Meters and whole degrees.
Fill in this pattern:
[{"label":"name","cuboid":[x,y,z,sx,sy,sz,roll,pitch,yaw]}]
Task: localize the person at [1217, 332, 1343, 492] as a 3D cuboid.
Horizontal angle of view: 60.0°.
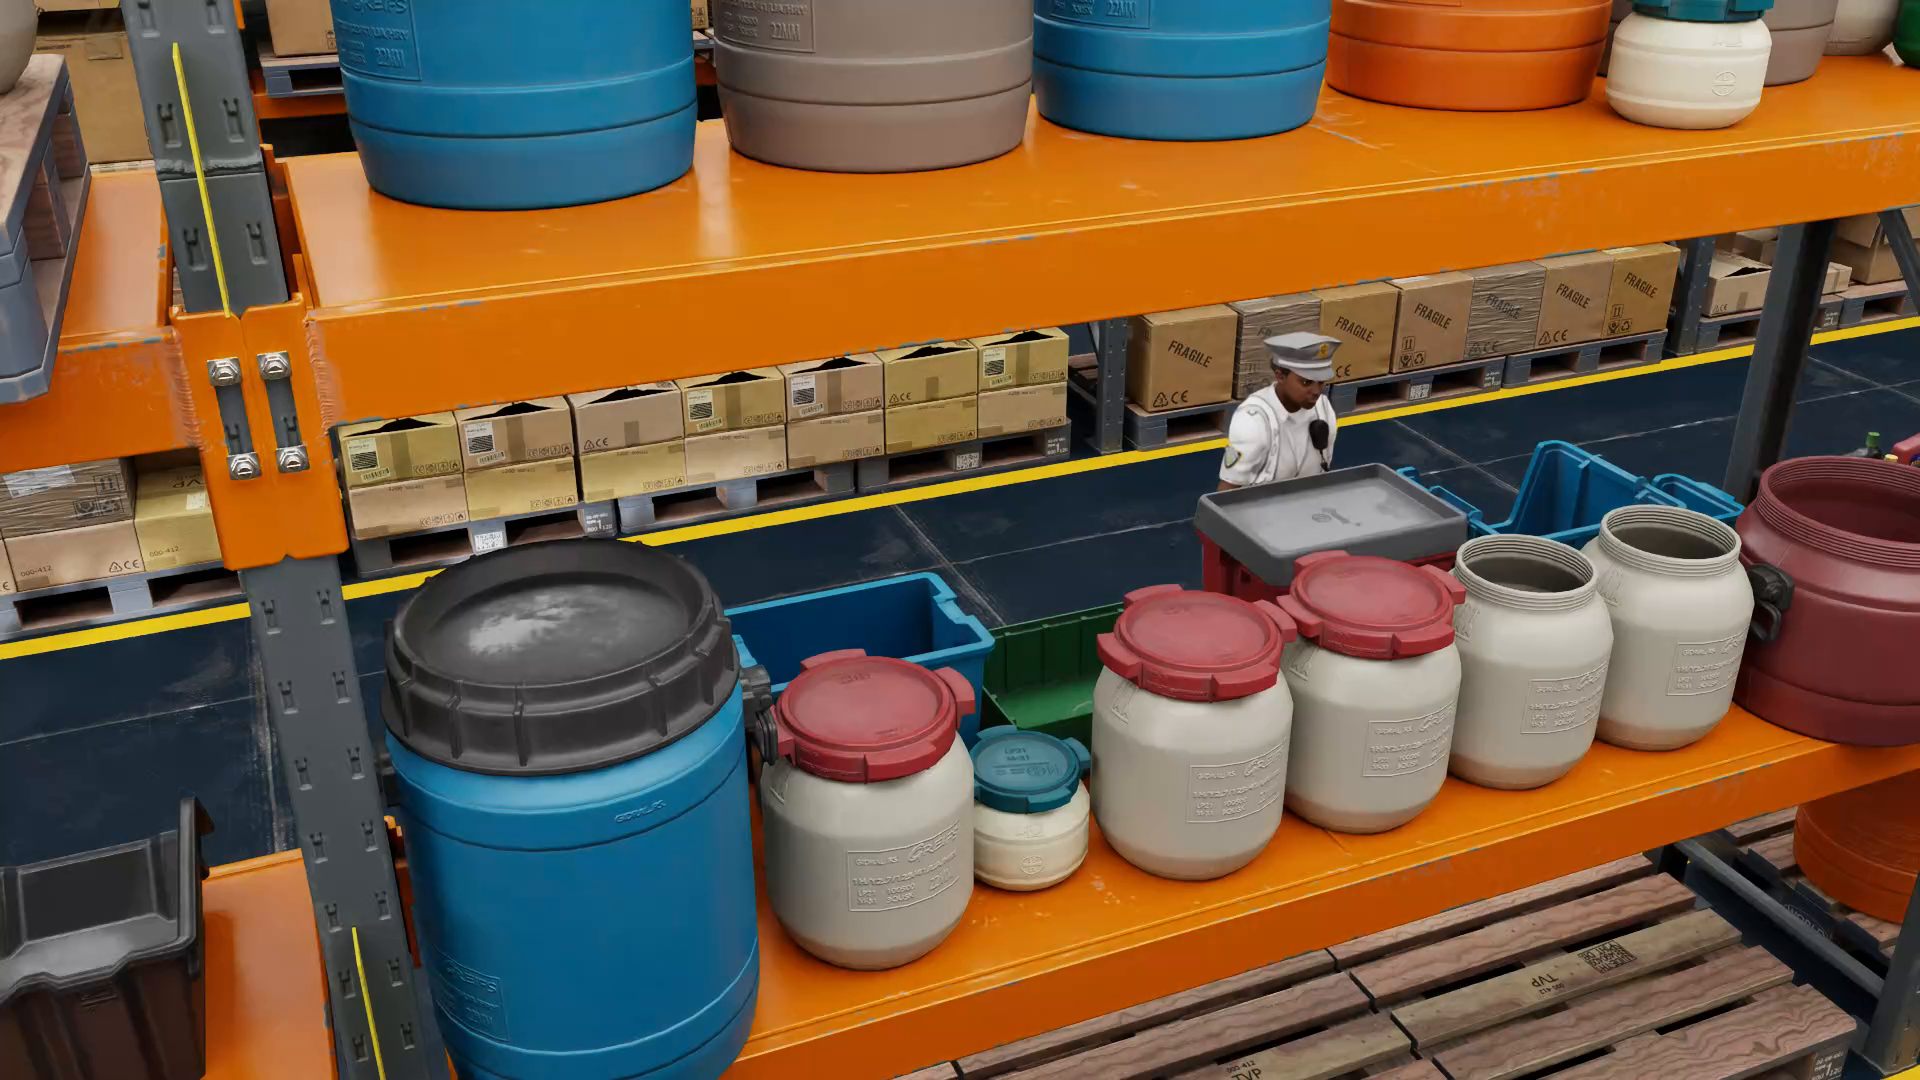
[{"label":"person","cuboid":[1.140,0.039,6.024,0.495,1.668,0.423,-11,28,-22]}]
